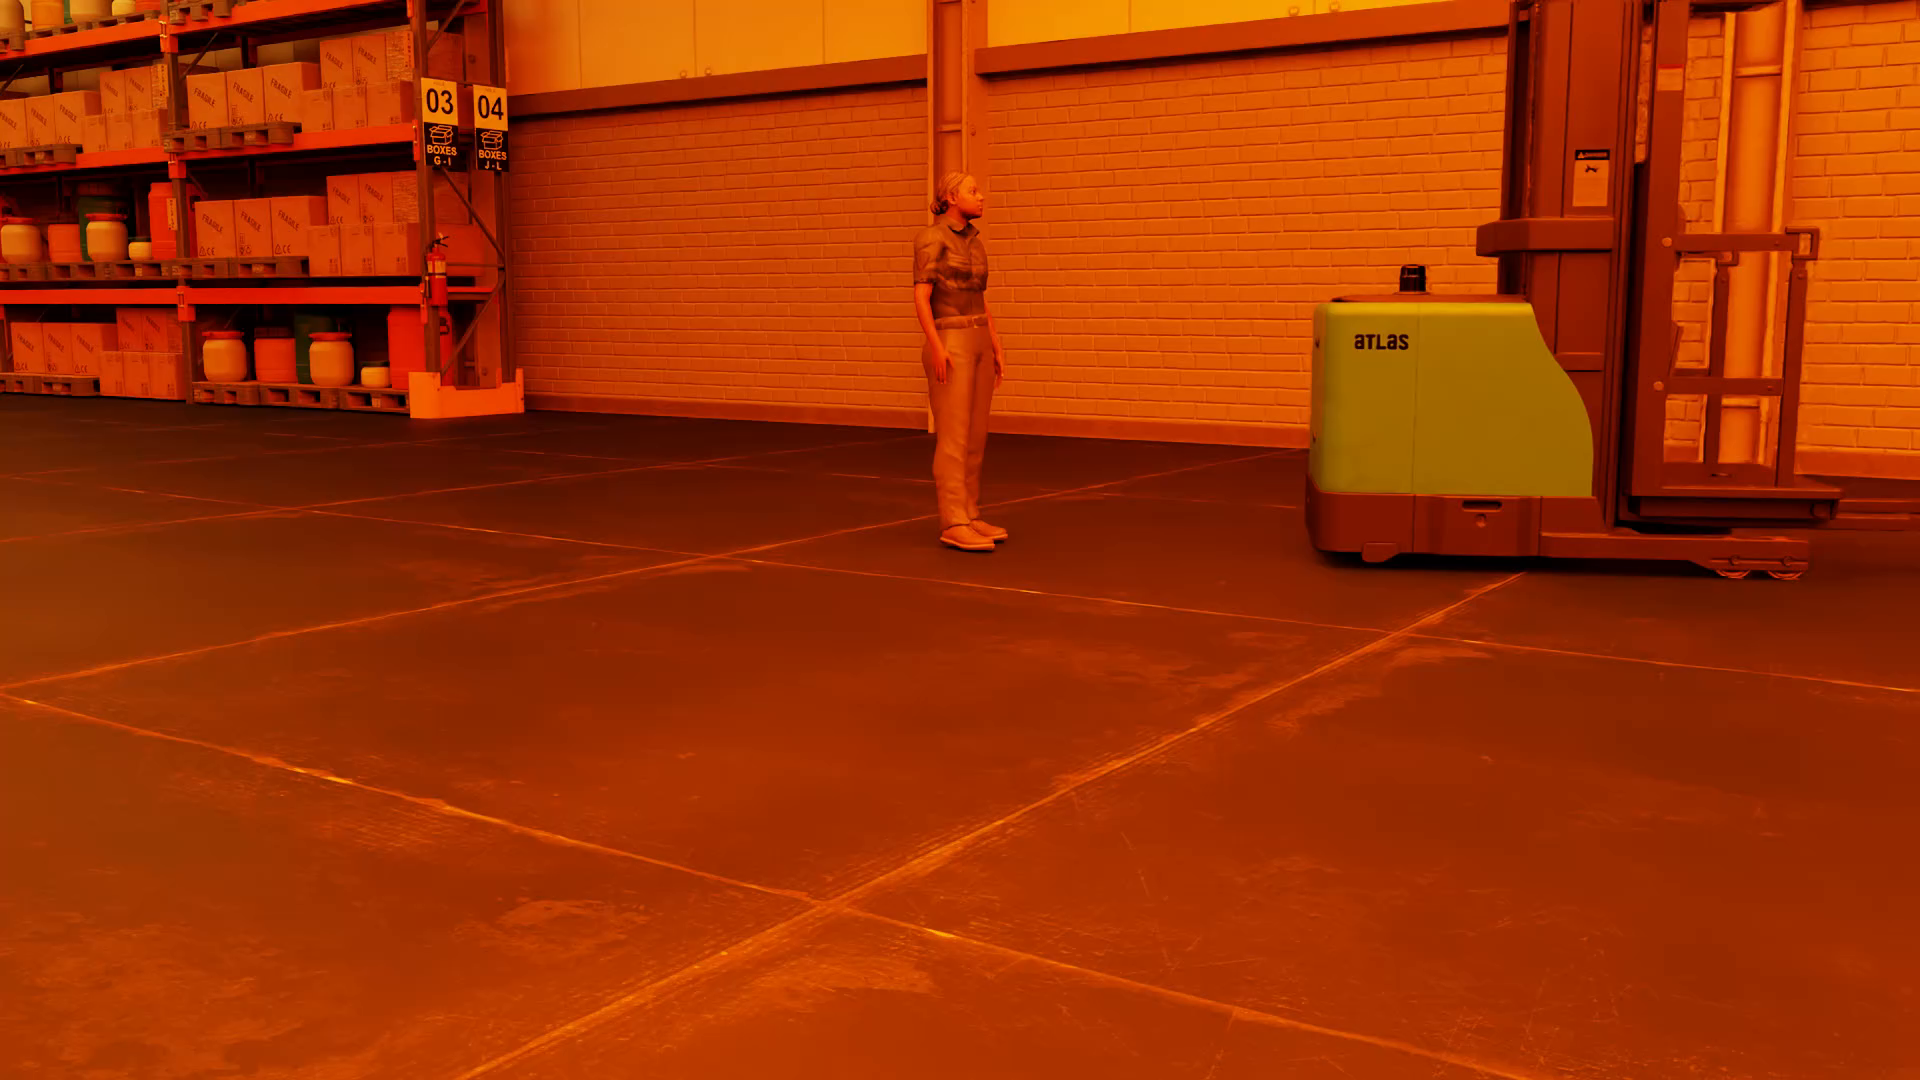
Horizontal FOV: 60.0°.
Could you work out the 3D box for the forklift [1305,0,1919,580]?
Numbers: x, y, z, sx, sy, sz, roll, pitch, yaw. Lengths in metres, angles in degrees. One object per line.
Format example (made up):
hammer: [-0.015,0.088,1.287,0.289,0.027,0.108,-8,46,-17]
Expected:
forklift: [3.027,-1.374,6.855,3.031,2.935,1.130,1,8,9]

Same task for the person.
person: [0.061,-0.816,7.422,0.504,1.654,0.570,5,10,34]
